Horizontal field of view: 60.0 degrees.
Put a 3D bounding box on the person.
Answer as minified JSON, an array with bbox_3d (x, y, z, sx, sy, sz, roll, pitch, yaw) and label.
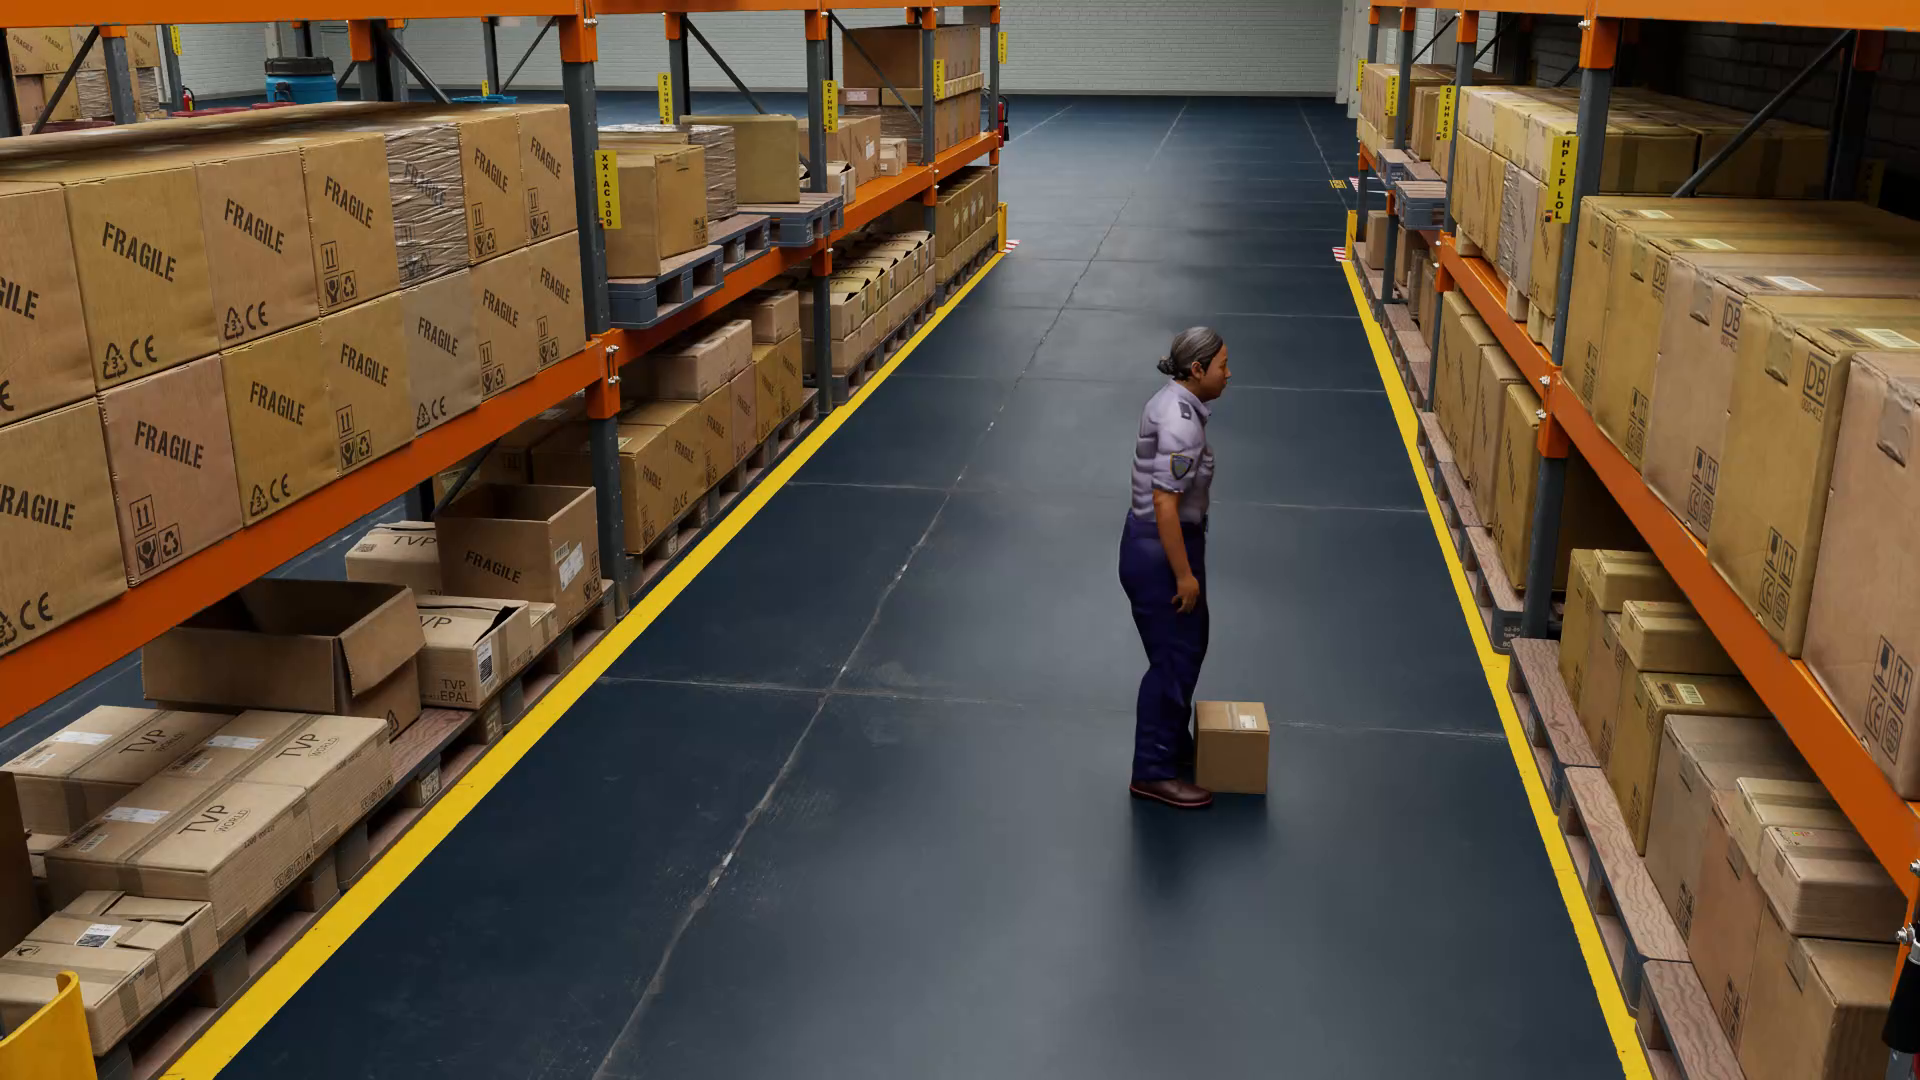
[{"bbox_3d":[0.770,0.073,5.840,0.419,1.652,0.564,2,18,6],"label":"person"}]
